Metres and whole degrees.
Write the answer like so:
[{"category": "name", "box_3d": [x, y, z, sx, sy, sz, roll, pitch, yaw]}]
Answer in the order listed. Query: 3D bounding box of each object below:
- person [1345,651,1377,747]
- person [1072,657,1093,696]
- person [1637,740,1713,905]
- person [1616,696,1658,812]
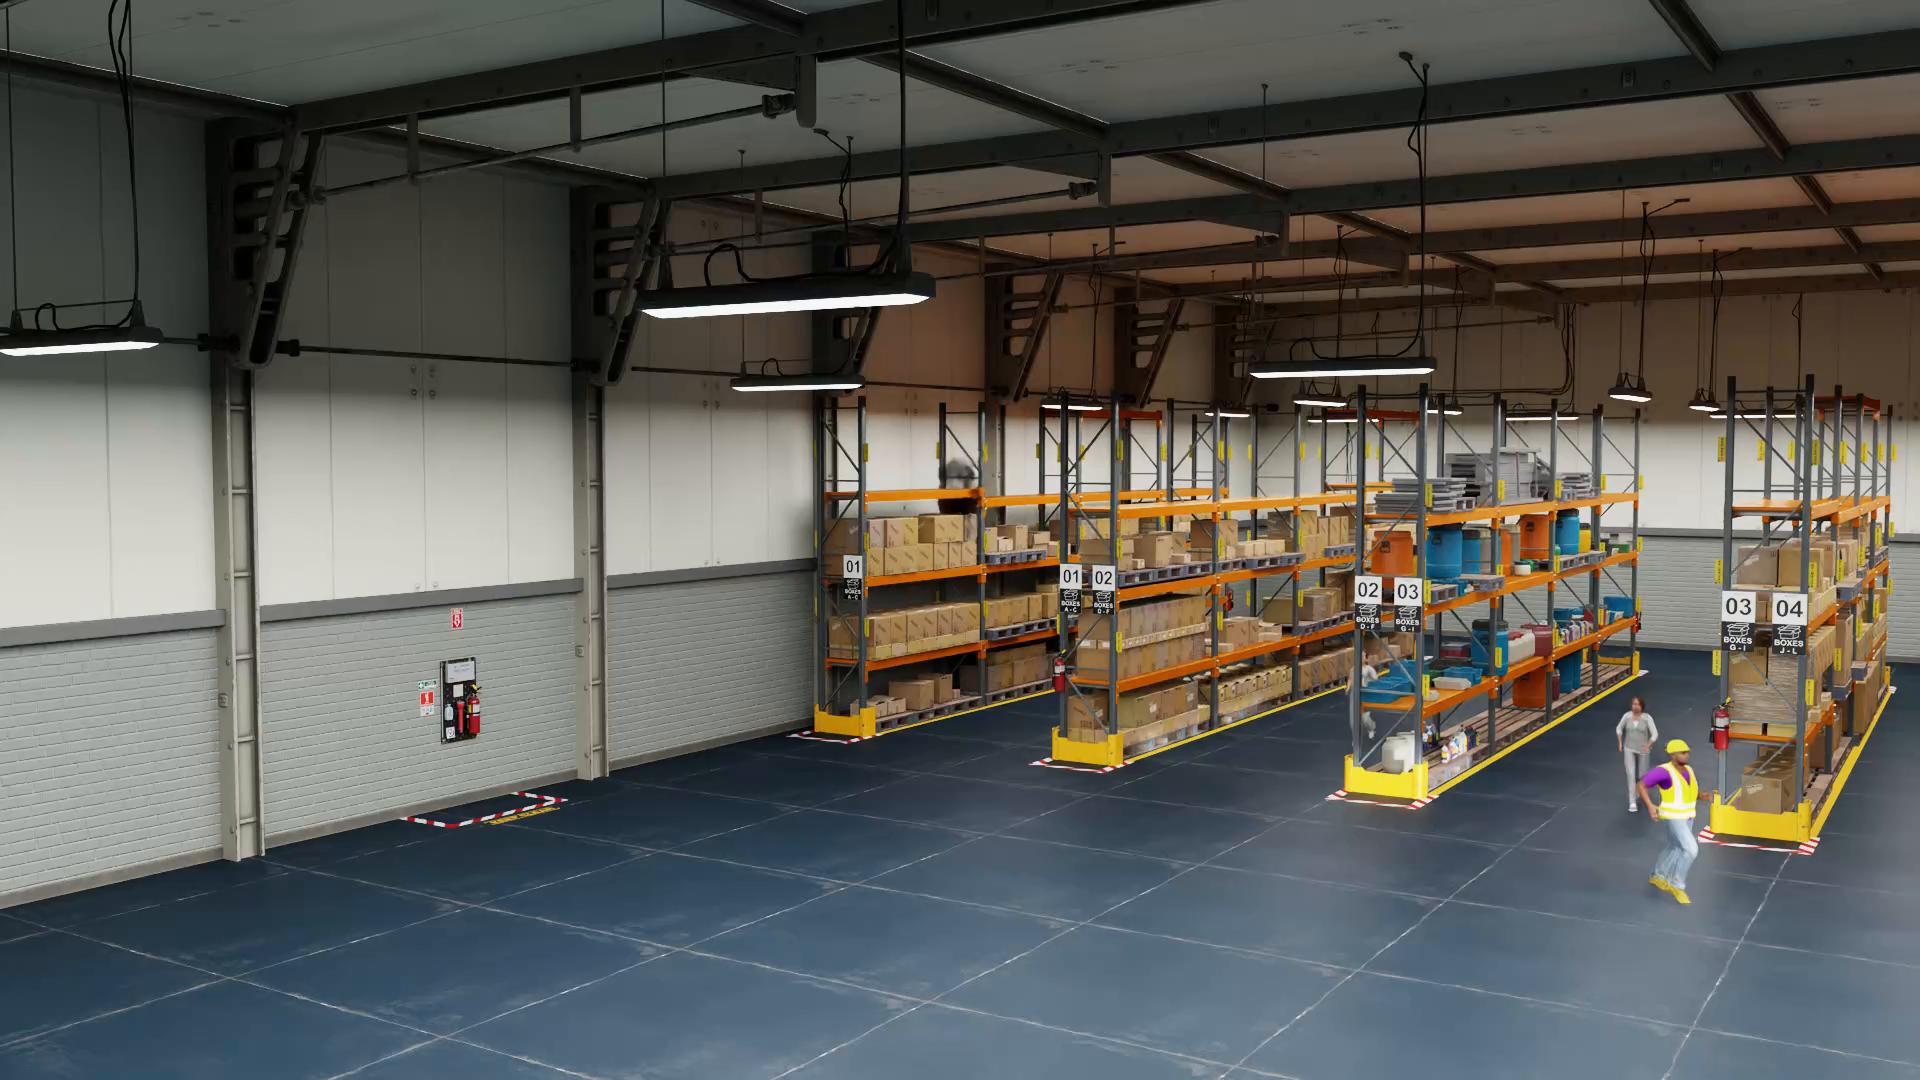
[{"category": "person", "box_3d": [6.861, 2.692, 28.428, 0.571, 1.628, 0.752, 2, 4, 35]}, {"category": "person", "box_3d": [2.262, 2.657, 30.192, 0.538, 1.538, 0.549, 1, 3, 24]}, {"category": "person", "box_3d": [8.034, 3.148, 18.609, 0.674, 1.823, 0.752, -2, 4, -34]}, {"category": "person", "box_3d": [9.525, 2.983, 23.422, 0.562, 1.585, 0.786, 1, 3, 26]}]
